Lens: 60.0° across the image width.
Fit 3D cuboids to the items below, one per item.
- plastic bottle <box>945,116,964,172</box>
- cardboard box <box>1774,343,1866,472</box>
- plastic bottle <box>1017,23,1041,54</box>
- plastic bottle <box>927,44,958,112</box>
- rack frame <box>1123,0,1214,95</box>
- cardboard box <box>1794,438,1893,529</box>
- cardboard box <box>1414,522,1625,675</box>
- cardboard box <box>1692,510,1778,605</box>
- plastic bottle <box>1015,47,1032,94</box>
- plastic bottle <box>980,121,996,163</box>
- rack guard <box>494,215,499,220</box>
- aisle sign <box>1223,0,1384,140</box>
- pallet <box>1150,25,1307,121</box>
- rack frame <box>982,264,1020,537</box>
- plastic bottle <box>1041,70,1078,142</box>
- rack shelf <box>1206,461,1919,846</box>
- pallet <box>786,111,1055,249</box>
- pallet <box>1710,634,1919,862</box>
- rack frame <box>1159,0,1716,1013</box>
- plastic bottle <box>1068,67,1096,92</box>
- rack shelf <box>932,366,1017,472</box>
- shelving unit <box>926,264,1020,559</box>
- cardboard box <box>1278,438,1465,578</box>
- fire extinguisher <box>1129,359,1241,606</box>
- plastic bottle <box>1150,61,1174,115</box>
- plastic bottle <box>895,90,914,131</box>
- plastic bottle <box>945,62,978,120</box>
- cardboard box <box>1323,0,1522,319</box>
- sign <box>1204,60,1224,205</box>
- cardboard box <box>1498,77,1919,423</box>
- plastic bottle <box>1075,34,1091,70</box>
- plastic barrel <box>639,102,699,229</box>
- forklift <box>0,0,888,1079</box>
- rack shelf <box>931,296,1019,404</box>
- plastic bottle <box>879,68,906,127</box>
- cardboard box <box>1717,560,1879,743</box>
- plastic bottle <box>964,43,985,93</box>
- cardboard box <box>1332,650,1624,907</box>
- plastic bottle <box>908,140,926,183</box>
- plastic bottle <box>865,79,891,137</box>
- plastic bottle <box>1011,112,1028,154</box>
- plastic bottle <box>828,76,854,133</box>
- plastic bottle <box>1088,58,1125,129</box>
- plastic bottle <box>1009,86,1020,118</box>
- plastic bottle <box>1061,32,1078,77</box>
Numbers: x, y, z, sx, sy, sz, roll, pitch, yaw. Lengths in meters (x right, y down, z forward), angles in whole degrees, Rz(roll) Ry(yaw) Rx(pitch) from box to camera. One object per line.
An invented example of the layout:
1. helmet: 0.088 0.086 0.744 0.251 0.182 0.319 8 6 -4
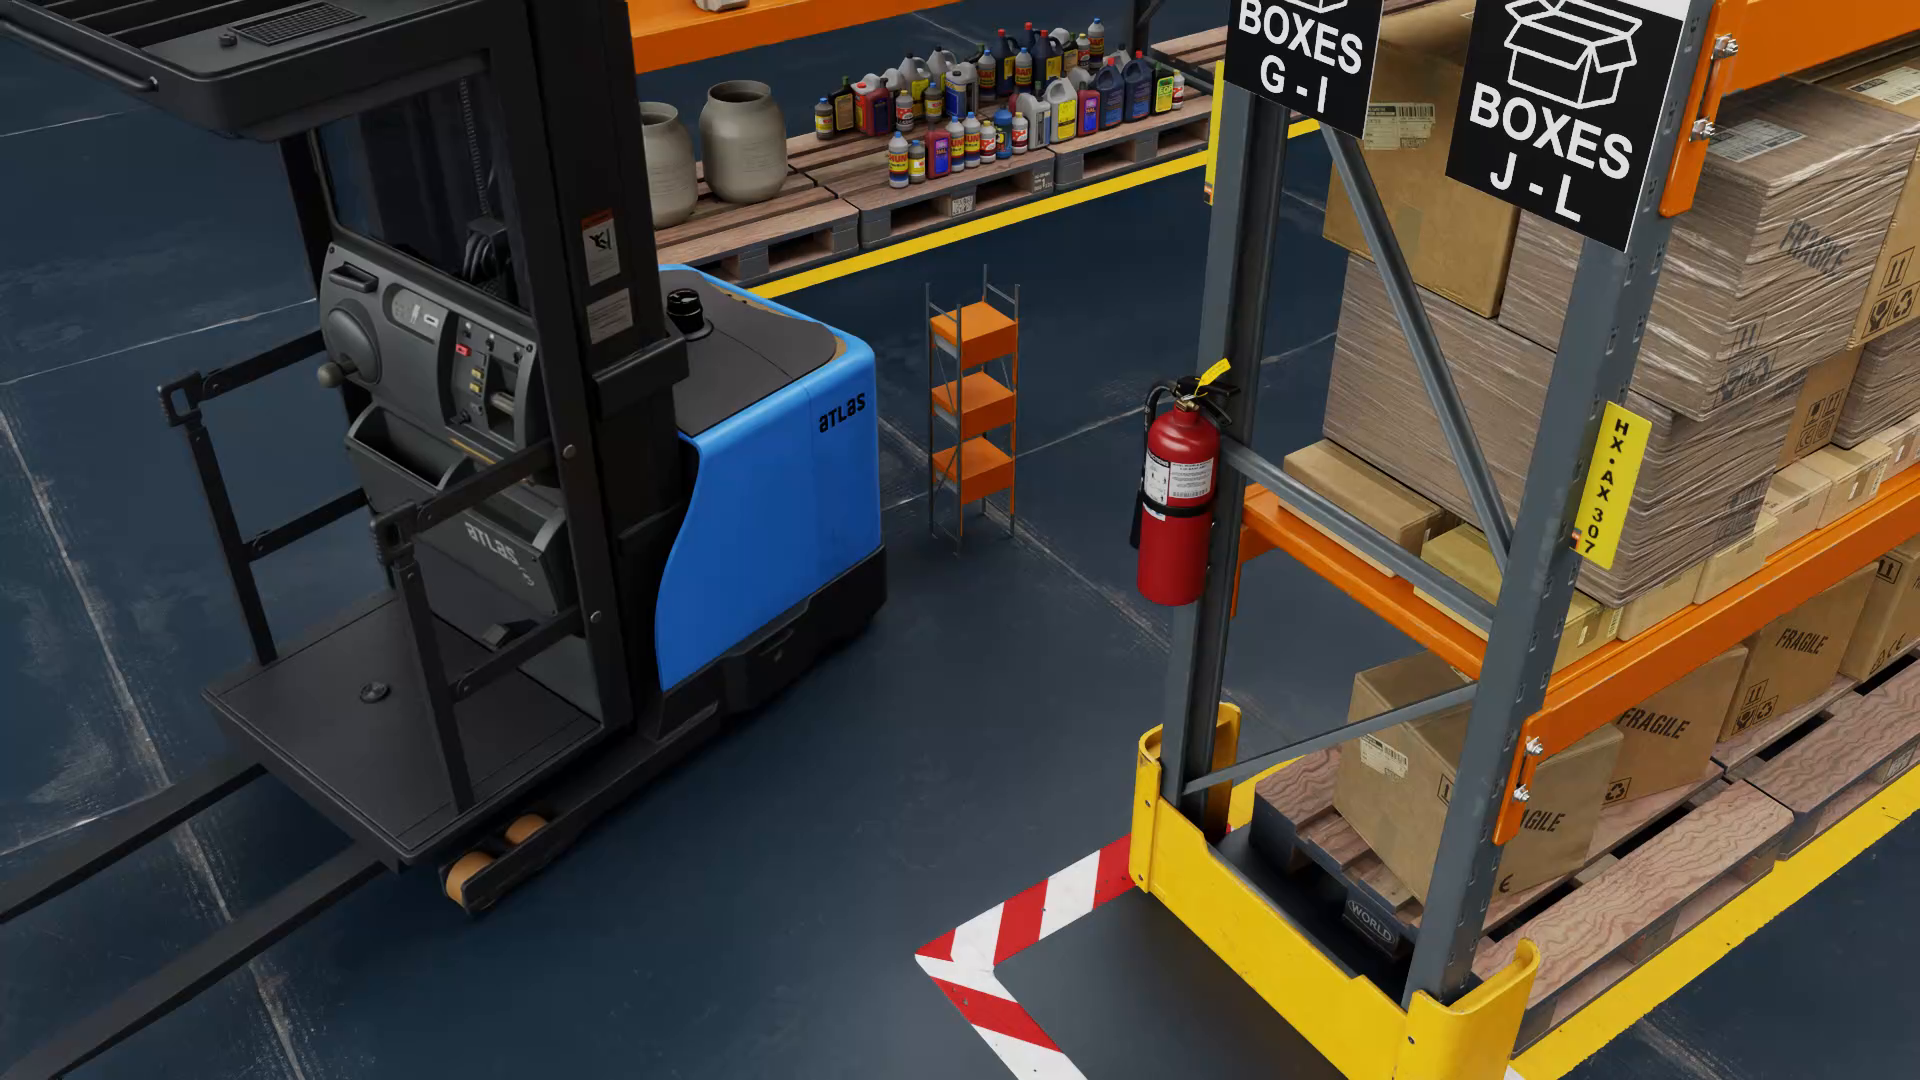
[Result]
1. plastic bottle: -0.026 -2.017 8.446 0.097 0.271 0.097 0 36 0
2. cardboard box: 1.690 -0.565 4.126 0.500 0.500 0.875 -22 41 -28
3. plastic bottle: 0.403 -2.745 9.390 0.185 0.351 0.144 -21 41 -27
4. plastic bottle: -0.099 -2.539 9.103 0.185 0.351 0.144 -23 42 -28
5. rack frame: 1.301 -3.715 8.847 0.127 3.000 1.000 -22 41 -28
6. cardboard box: 2.085 -0.213 4.192 0.250 0.149 0.380 -22 41 -28
7. cardboard box: 1.255 0.114 3.738 0.250 0.149 0.380 -22 41 -28
8. cardboard box: 1.684 -0.038 3.949 0.250 0.149 0.380 -22 41 -28
9. plastic bottle: 0.354 -2.607 9.265 0.097 0.271 0.097 0 36 0
10. plastic bottle: 0.136 -2.056 8.559 0.097 0.201 0.097 0 36 0
11. rack guard: -1.933 -1.403 7.773 0.348 0.500 1.175 -22 41 -28
12. aisle sign: 0.662 -1.184 3.101 0.004 0.787 0.394 -22 41 -28
13. pallet: 1.921 -2.866 10.054 1.213 0.211 1.003 -22 41 -28
14. rack frame: 0.143 -0.485 6.026 0.008 1.050 0.200 -22 41 -28
15. plastic bottle: 0.520 -2.291 8.759 0.185 0.351 0.144 -23 41 -28
16. rack shelf: 2.520 -0.387 4.835 4.000 0.370 1.077 -22 41 -28
17. pallet: -0.270 -1.965 8.801 1.213 0.211 1.003 -22 41 -28
18. pallet: 2.628 0.436 5.463 1.213 0.211 1.003 -22 41 -28
19. rack frame: 0.885 -0.006 3.690 0.127 3.000 1.000 -22 41 -28
20. plastic bottle: 0.678 -2.432 9.018 0.135 0.276 0.152 -22 41 -28
21. rack shelf: 0.044 -0.436 5.975 0.240 0.259 0.215 -22 41 -28
22. shelving unit: 0.044 -0.444 5.968 0.252 1.050 0.215 -22 41 -28
23. cardboard box: 0.999 -0.099 4.033 0.250 0.149 0.380 -22 41 -28
24. fire extinguisher: 0.526 -0.156 3.964 0.183 0.674 0.296 -22 41 -28
25. plastic bottle: 1.098 -2.472 9.068 0.133 0.283 0.061 -20 40 -26
26. plastic bottle: -0.297 -2.305 8.905 0.097 0.201 0.097 0 36 0
27. plastic bottle: 0.007 -2.446 9.038 0.135 0.276 0.152 -22 41 -28
28. cardboard box: 1.192 -0.876 3.703 0.500 0.500 0.500 -22 41 -28
29. sign: 0.582 -0.876 3.637 0.005 0.325 0.100 -22 41 -28
30. cardboard box: 1.492 -0.628 3.358 0.500 0.500 0.500 -22 41 -28
31. plastic bottle: 0.705 -2.826 9.630 0.097 0.201 0.097 0 36 0
32. plastic barrel: -1.474 -1.788 7.939 0.421 0.512 0.421 0 36 0
33. forklift: -1.585 -0.461 4.381 1.130 2.935 3.031 26 43 31
34. rack shelf: 0.044 -0.666 5.809 0.240 0.259 0.215 -22 41 -28
35. plastic bottle: -0.384 -2.388 8.958 0.135 0.276 0.152 -24 42 -29
36. cardboard box: 2.397 0.217 5.160 0.500 0.500 0.500 -18 40 -24
37. plastic bottle: 0.089 -2.619 9.272 0.133 0.283 0.061 -20 40 -26
38. cardboard box: 1.405 0.636 4.578 0.500 0.500 0.500 -15 38 -20
39. plastic bottle: -0.222 -1.909 8.354 0.097 0.201 0.097 0 36 0
40. plastic bottle: -0.436 -2.294 8.820 0.133 0.283 0.061 -22 41 -28
41. plastic bottle: 0.304 -2.125 8.656 0.097 0.201 0.097 0 36 0
42. plastic bottle: -0.634 -2.321 8.858 0.133 0.283 0.061 -21 41 -27
43. plastic bottle: 0.784 -2.400 8.910 0.185 0.351 0.144 -25 42 -30
44. plastic bottle: 0.323 -2.262 8.775 0.133 0.283 0.061 -22 41 -28
45. plastic bottle: 0.602 -2.721 9.414 0.133 0.283 0.061 -22 41 -28
